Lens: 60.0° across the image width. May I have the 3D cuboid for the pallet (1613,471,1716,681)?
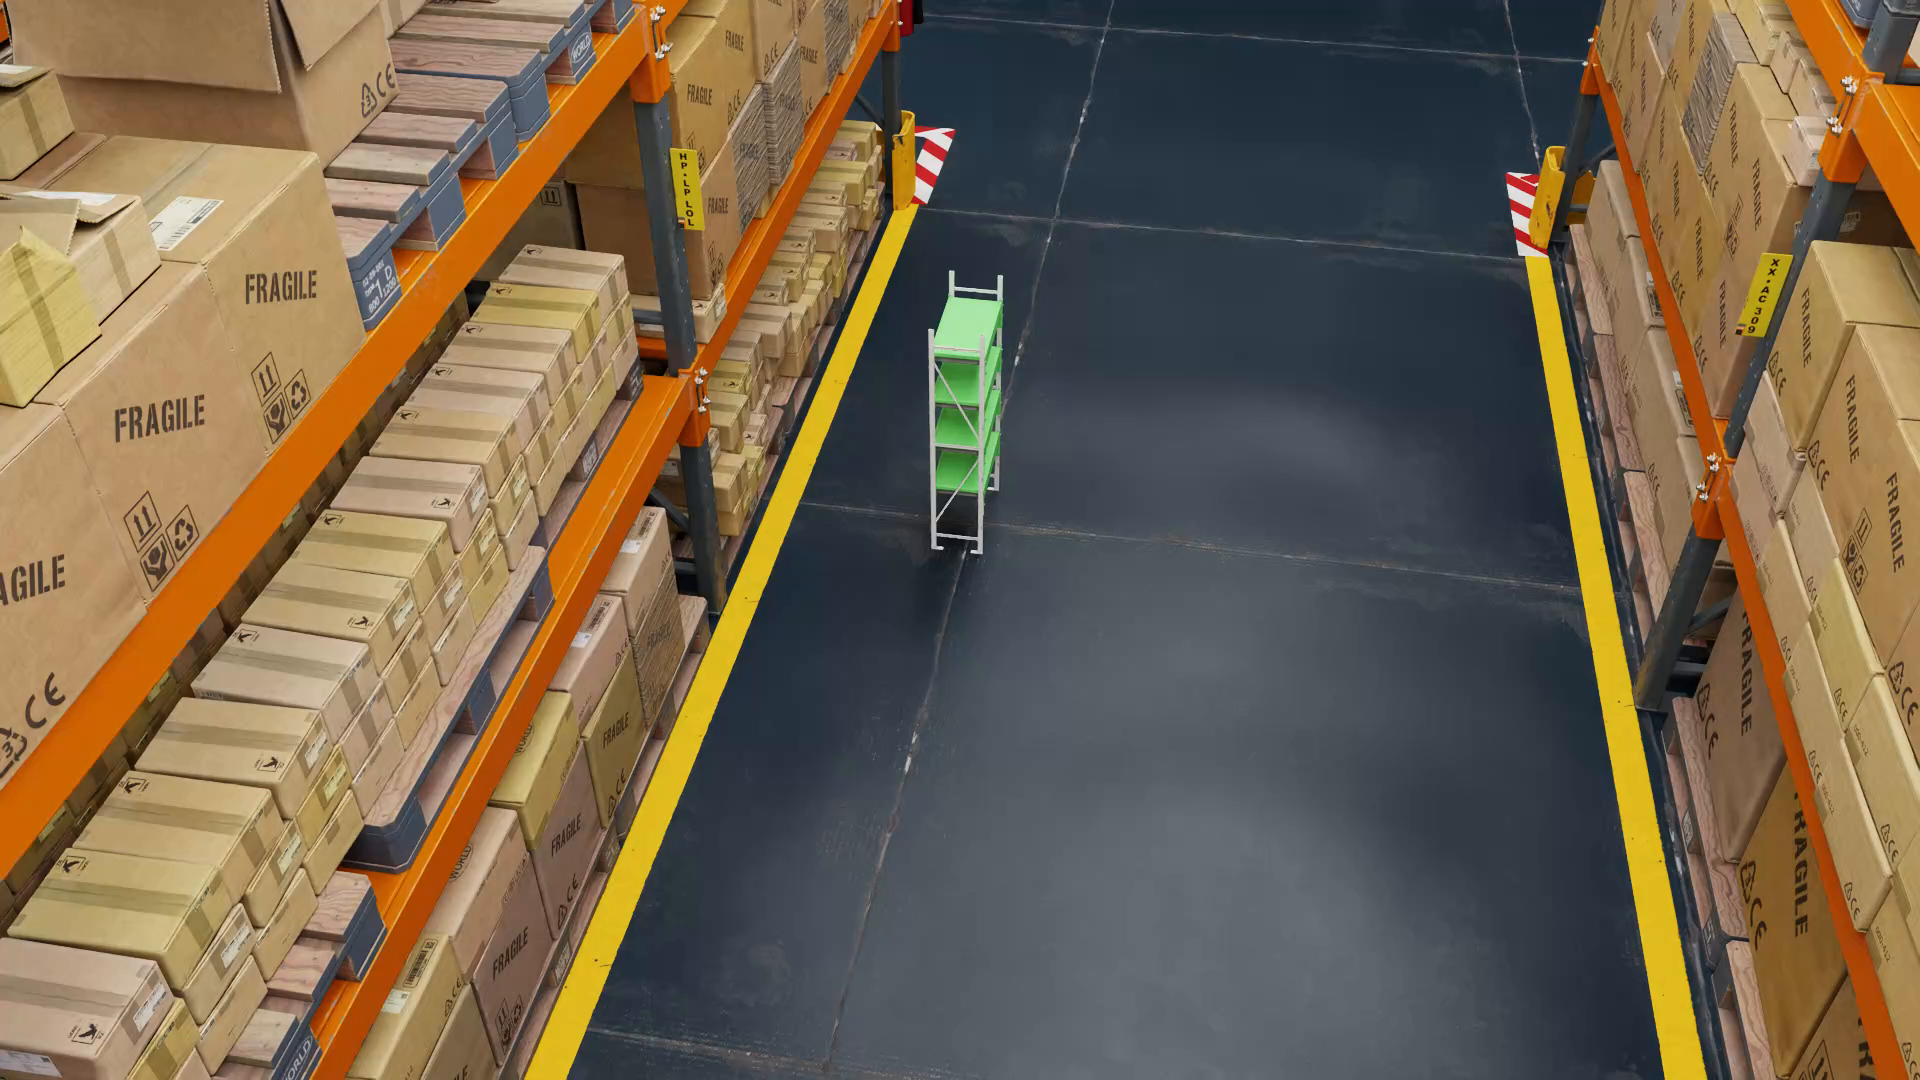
[{"bbox_3d":[3.547,0.182,7.461,1.003,0.211,1.213,6,40,8],"label":"pallet"}]

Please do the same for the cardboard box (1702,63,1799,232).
[{"bbox_3d":[3.244,-1.492,6.435,0.500,0.500,0.500,6,40,7],"label":"cardboard box"}]

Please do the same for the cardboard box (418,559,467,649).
[{"bbox_3d":[-1.701,0.165,4.928,0.380,0.149,0.250,8,40,9],"label":"cardboard box"}]

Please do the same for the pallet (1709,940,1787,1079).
[{"bbox_3d":[3.070,1.911,5.370,1.003,0.211,1.213,6,40,8],"label":"pallet"}]

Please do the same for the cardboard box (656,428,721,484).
[{"bbox_3d":[-1.291,-0.393,7.408,0.380,0.149,0.250,8,40,9],"label":"cardboard box"}]

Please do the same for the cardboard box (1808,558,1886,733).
[{"bbox_3d":[2.809,0.330,4.819,0.500,0.250,0.500,7,40,8],"label":"cardboard box"}]

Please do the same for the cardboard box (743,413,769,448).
[{"bbox_3d":[-1.137,-0.492,7.995,0.380,0.149,0.250,6,40,7],"label":"cardboard box"}]

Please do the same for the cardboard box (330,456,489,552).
[{"bbox_3d":[-1.658,-0.110,5.026,0.380,0.149,0.250,5,40,6],"label":"cardboard box"}]

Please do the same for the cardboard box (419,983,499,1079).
[{"bbox_3d":[-1.789,1.673,5.101,0.500,0.500,0.500,7,40,8],"label":"cardboard box"}]

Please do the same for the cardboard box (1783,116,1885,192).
[{"bbox_3d":[3.078,-1.327,5.725,0.380,0.149,0.250,6,40,7],"label":"cardboard box"}]

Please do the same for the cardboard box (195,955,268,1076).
[{"bbox_3d":[-1.924,1.112,4.016,0.380,0.149,0.250,8,40,10],"label":"cardboard box"}]

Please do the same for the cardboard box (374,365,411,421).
[{"bbox_3d":[-2.163,-0.565,5.810,0.380,0.149,0.250,7,40,9],"label":"cardboard box"}]

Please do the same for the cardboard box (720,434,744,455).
[{"bbox_3d":[-1.221,-0.445,7.706,0.380,0.149,0.250,7,40,8],"label":"cardboard box"}]

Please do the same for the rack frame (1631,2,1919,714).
[{"bbox_3d":[3.339,-0.424,6.006,1.000,3.000,0.127,6,40,8],"label":"rack frame"}]

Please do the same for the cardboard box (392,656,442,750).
[{"bbox_3d":[-1.743,0.448,4.819,0.380,0.149,0.250,7,40,8],"label":"cardboard box"}]

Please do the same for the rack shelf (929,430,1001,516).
[{"bbox_3d":[0.029,-0.332,7.784,0.258,0.148,0.480,6,40,8],"label":"rack shelf"}]

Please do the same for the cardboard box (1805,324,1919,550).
[{"bbox_3d":[2.918,-0.281,4.970,0.500,0.500,0.500,6,40,7],"label":"cardboard box"}]

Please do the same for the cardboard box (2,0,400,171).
[{"bbox_3d":[-1.951,-1.309,4.312,0.797,0.503,0.637,6,40,7],"label":"cardboard box"}]

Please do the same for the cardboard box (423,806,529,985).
[{"bbox_3d":[-1.703,1.083,5.227,0.500,0.250,0.500,7,40,8],"label":"cardboard box"}]

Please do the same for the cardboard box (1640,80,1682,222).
[{"bbox_3d":[3.429,-1.750,7.531,0.500,0.500,0.500,8,40,9],"label":"cardboard box"}]

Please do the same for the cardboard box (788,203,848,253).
[{"bbox_3d":[-0.823,-1.691,8.979,0.380,0.149,0.250,8,40,9],"label":"cardboard box"}]

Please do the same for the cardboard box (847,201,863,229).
[{"bbox_3d":[-0.761,-1.906,9.472,0.380,0.149,0.250,5,40,6],"label":"cardboard box"}]

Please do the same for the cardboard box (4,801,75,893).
[{"bbox_3d":[-2.522,0.731,4.243,0.380,0.149,0.250,7,40,9],"label":"cardboard box"}]

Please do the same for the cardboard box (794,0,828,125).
[{"bbox_3d":[-0.955,-2.306,7.970,0.500,0.500,0.500,8,40,10],"label":"cardboard box"}]

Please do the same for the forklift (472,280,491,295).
[{"bbox_3d":[-2.934,-1.949,7.904,1.130,2.935,3.031,13,41,15],"label":"forklift"}]

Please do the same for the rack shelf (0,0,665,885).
[{"bbox_3d":[-1.900,-0.530,4.345,1.077,0.370,4.000,6,40,8],"label":"rack shelf"}]

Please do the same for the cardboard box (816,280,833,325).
[{"bbox_3d":[-0.903,-1.305,8.979,0.380,0.149,0.250,7,40,9],"label":"cardboard box"}]

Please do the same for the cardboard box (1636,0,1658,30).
[{"bbox_3d":[3.585,-2.764,7.972,0.500,0.500,0.500,5,40,6],"label":"cardboard box"}]

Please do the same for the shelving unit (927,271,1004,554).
[{"bbox_3d":[0.029,-0.566,7.590,0.258,1.200,0.503,6,40,8],"label":"shelving unit"}]

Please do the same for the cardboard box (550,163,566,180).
[{"bbox_3d":[-1.739,-1.770,6.537,0.500,0.500,0.500,5,40,6],"label":"cardboard box"}]

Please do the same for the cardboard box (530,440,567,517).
[{"bbox_3d":[-1.561,-0.224,5.631,0.380,0.149,0.250,4,40,5],"label":"cardboard box"}]

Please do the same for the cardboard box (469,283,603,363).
[{"bbox_3d":[-1.477,-0.759,5.811,0.380,0.149,0.250,5,40,6],"label":"cardboard box"}]

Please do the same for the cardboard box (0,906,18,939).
[{"bbox_3d":[-2.569,1.023,4.123,0.380,0.149,0.250,6,40,8],"label":"cardboard box"}]

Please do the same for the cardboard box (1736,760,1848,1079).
[{"bbox_3d":[3.161,1.198,5.381,0.875,0.875,0.875,7,40,9],"label":"cardboard box"}]

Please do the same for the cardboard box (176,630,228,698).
[{"bbox_3d":[-2.387,0.374,4.908,0.380,0.149,0.250,8,40,9],"label":"cardboard box"}]

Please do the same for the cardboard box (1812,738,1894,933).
[{"bbox_3d":[2.714,0.838,4.597,0.500,0.250,0.500,6,40,7],"label":"cardboard box"}]

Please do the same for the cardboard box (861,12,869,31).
[{"bbox_3d":[-0.720,-2.933,9.237,0.380,0.149,0.250,6,40,8],"label":"cardboard box"}]

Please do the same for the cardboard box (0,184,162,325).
[{"bbox_3d":[-1.811,-0.598,3.182,0.396,0.266,0.258,6,40,8],"label":"cardboard box"}]

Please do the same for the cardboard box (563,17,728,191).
[{"bbox_3d":[-1.236,-1.702,6.454,0.500,0.500,0.500,7,40,9],"label":"cardboard box"}]

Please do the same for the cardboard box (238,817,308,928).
[{"bbox_3d":[-1.877,0.804,4.154,0.380,0.149,0.250,5,40,6],"label":"cardboard box"}]

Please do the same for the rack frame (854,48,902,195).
[{"bbox_3d":[-0.862,-3.417,9.626,1.000,3.000,0.127,6,40,8],"label":"rack frame"}]

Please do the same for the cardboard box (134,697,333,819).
[{"bbox_3d":[-1.839,0.552,4.226,0.380,0.149,0.250,5,40,6],"label":"cardboard box"}]

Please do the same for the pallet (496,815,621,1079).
[{"bbox_3d":[-1.896,1.425,5.958,1.003,0.211,1.213,6,40,8],"label":"pallet"}]

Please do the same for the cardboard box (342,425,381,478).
[{"bbox_3d":[-2.209,-0.287,5.707,0.380,0.149,0.250,7,40,8],"label":"cardboard box"}]

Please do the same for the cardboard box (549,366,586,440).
[{"bbox_3d":[-1.519,-0.494,5.725,0.380,0.149,0.250,8,40,10],"label":"cardboard box"}]

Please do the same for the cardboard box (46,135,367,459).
[{"bbox_3d":[-1.725,-0.549,3.724,0.500,0.500,0.500,6,40,8],"label":"cardboard box"}]

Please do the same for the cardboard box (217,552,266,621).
[{"bbox_3d":[-2.344,0.092,5.016,0.380,0.149,0.250,6,40,7],"label":"cardboard box"}]

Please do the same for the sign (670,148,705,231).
[{"bbox_3d":[-1.007,-1.294,6.149,0.100,0.325,0.005,6,40,8],"label":"sign"}]

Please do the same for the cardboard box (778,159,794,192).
[{"bbox_3d":[-1.003,-1.783,7.847,0.380,0.149,0.250,8,40,10],"label":"cardboard box"}]

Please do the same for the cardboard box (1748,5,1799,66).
[{"bbox_3d":[3.318,-1.957,6.488,0.380,0.149,0.250,6,40,7],"label":"cardboard box"}]

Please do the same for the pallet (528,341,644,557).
[{"bbox_3d":[-1.830,-0.369,6.090,1.003,0.211,1.213,6,40,8],"label":"pallet"}]

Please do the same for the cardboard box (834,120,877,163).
[{"bbox_3d":[-0.704,-2.349,9.775,0.380,0.149,0.250,7,40,8],"label":"cardboard box"}]

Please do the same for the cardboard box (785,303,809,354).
[{"bbox_3d":[-0.988,-1.093,8.489,0.380,0.149,0.250,6,40,7],"label":"cardboard box"}]

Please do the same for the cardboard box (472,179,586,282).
[{"bbox_3d":[-1.749,-1.395,6.868,0.500,0.500,0.500,6,40,8],"label":"cardboard box"}]

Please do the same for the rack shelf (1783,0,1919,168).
[{"bbox_3d":[3.685,-2.558,6.798,1.077,0.370,4.000,6,40,8],"label":"rack shelf"}]

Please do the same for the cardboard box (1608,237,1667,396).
[{"bbox_3d":[3.865,-1.109,8.515,0.875,0.438,0.875,7,40,9],"label":"cardboard box"}]

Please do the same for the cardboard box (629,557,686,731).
[{"bbox_3d":[-1.434,0.387,6.657,0.500,0.500,0.500,6,40,7],"label":"cardboard box"}]

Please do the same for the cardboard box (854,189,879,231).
[{"bbox_3d":[-0.693,-1.954,9.764,0.380,0.149,0.250,8,40,9],"label":"cardboard box"}]

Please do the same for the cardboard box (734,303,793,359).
[{"bbox_3d":[-1.042,-1.040,8.191,0.380,0.149,0.250,7,40,9],"label":"cardboard box"}]
